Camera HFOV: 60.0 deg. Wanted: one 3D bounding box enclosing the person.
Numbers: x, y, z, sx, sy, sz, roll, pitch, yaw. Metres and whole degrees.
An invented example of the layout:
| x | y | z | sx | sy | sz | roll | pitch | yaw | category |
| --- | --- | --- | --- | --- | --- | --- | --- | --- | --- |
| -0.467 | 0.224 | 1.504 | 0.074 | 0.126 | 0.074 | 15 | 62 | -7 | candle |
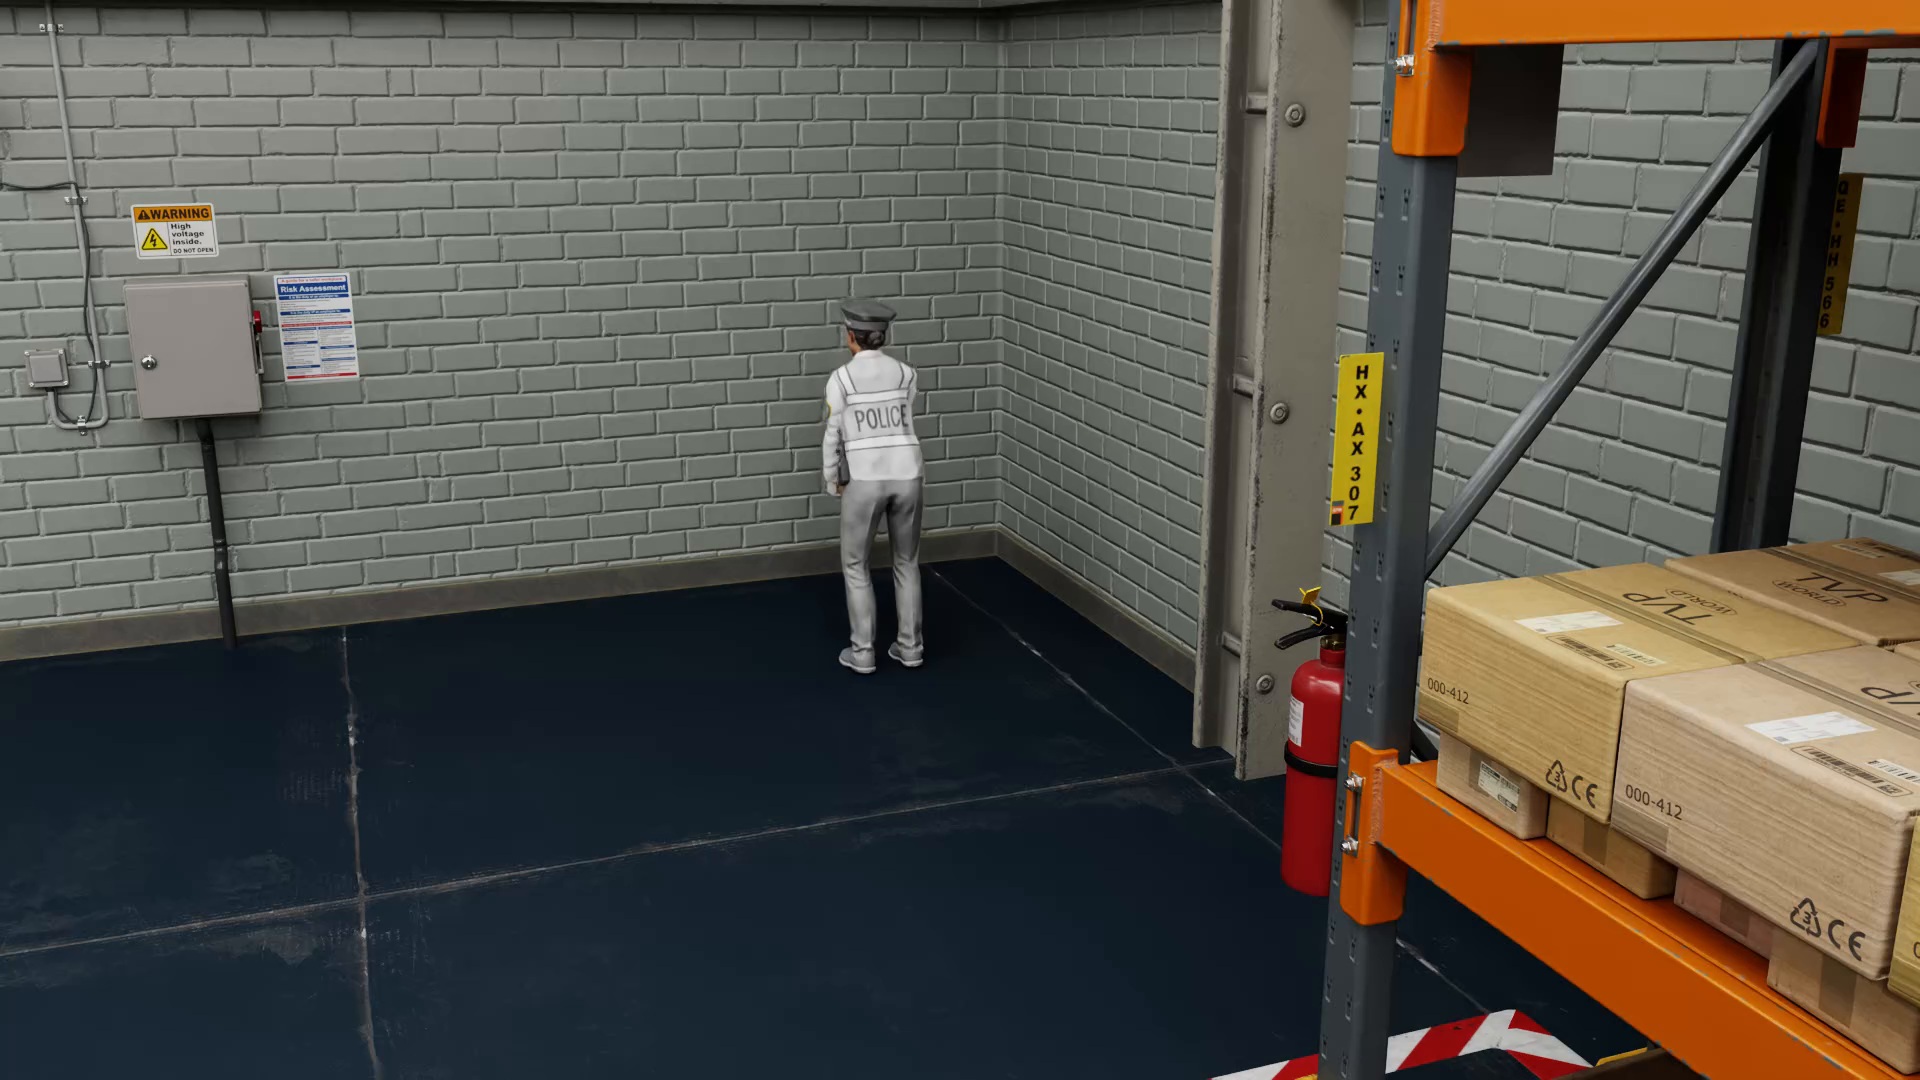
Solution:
| x | y | z | sx | sy | sz | roll | pitch | yaw | category |
| --- | --- | --- | --- | --- | --- | --- | --- | --- | --- |
| -0.394 | -0.241 | 7.429 | 0.413 | 1.648 | 0.549 | -6 | 17 | -21 | person |
